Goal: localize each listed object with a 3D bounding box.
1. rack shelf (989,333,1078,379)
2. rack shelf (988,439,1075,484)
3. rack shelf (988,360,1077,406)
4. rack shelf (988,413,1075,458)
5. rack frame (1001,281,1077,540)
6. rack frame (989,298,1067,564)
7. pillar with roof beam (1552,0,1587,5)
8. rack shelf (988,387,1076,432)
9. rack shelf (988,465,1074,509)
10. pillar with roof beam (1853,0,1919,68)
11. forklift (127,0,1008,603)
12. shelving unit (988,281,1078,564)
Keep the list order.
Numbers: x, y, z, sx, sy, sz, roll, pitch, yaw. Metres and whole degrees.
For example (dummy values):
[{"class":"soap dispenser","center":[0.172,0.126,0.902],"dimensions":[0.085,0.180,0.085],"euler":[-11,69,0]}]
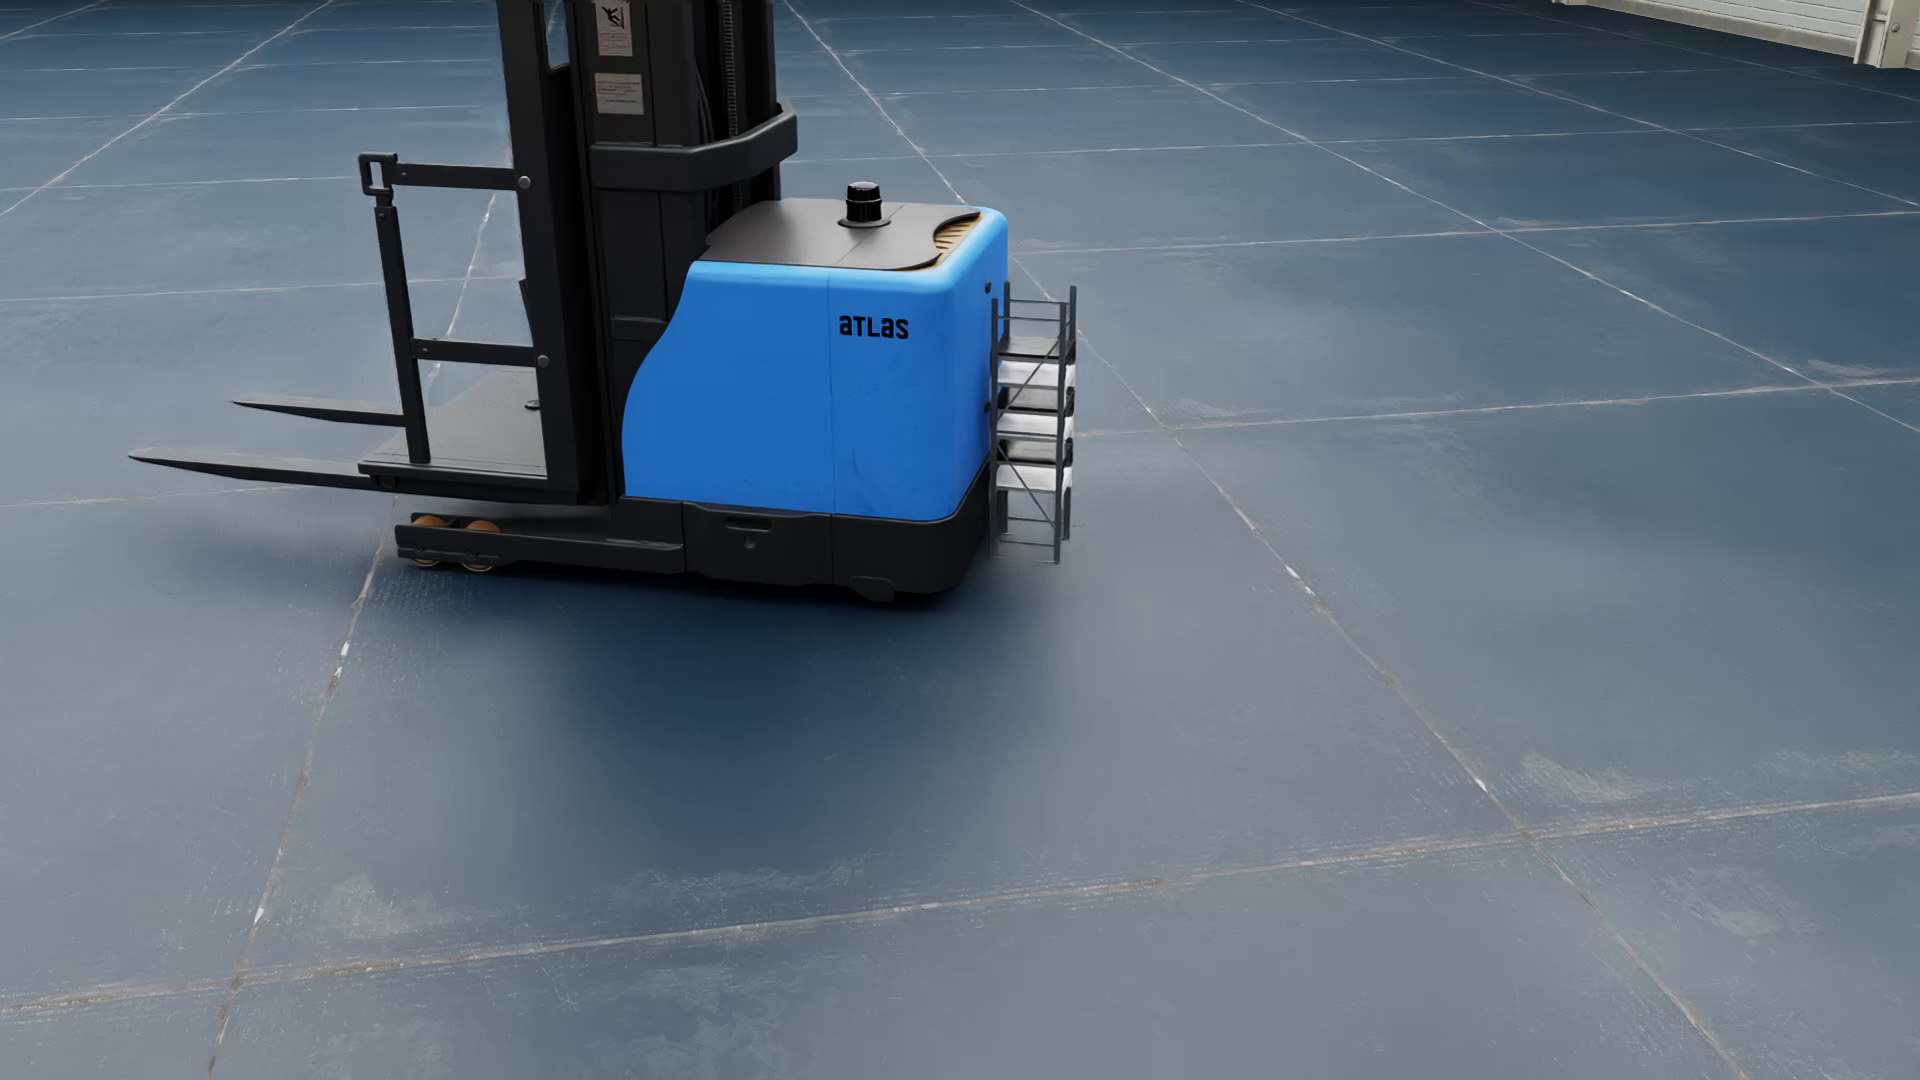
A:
[{"class":"rack shelf","center":[0.239,-0.599,5.406],"dimensions":[0.258,0.077,0.200],"euler":[5,24,11]},{"class":"rack shelf","center":[0.239,-0.269,5.550],"dimensions":[0.258,0.077,0.200],"euler":[5,24,11]},{"class":"rack shelf","center":[0.239,-0.517,5.442],"dimensions":[0.258,0.077,0.200],"euler":[5,24,11]},{"class":"rack shelf","center":[0.239,-0.352,5.514],"dimensions":[0.258,0.077,0.200],"euler":[5,24,11]},{"class":"rack frame","center":[0.261,-0.422,5.592],"dimensions":[0.240,0.900,0.006],"euler":[5,24,11]},{"class":"rack frame","center":[0.217,-0.343,5.410],"dimensions":[0.240,0.900,0.006],"euler":[5,24,11]},{"class":"pillar with roof beam","center":[3.846,-10.908,19.482],"dimensions":[9.100,9.000,0.400],"euler":[-4,24,-10]},{"class":"rack shelf","center":[0.239,-0.434,5.478],"dimensions":[0.258,0.077,0.200],"euler":[5,24,11]},{"class":"rack shelf","center":[0.239,-0.187,5.586],"dimensions":[0.258,0.077,0.200],"euler":[5,24,11]},{"class":"pillar with roof beam","center":[4.955,-8.548,14.079],"dimensions":[9.100,9.000,0.400],"euler":[-4,24,-10]},{"class":"forklift","center":[-1.395,-1.437,5.377],"dimensions":[3.031,2.935,1.130],"euler":[5,24,11]},{"class":"shelving unit","center":[0.239,-0.382,5.501],"dimensions":[0.258,0.900,0.210],"euler":[5,24,11]}]
